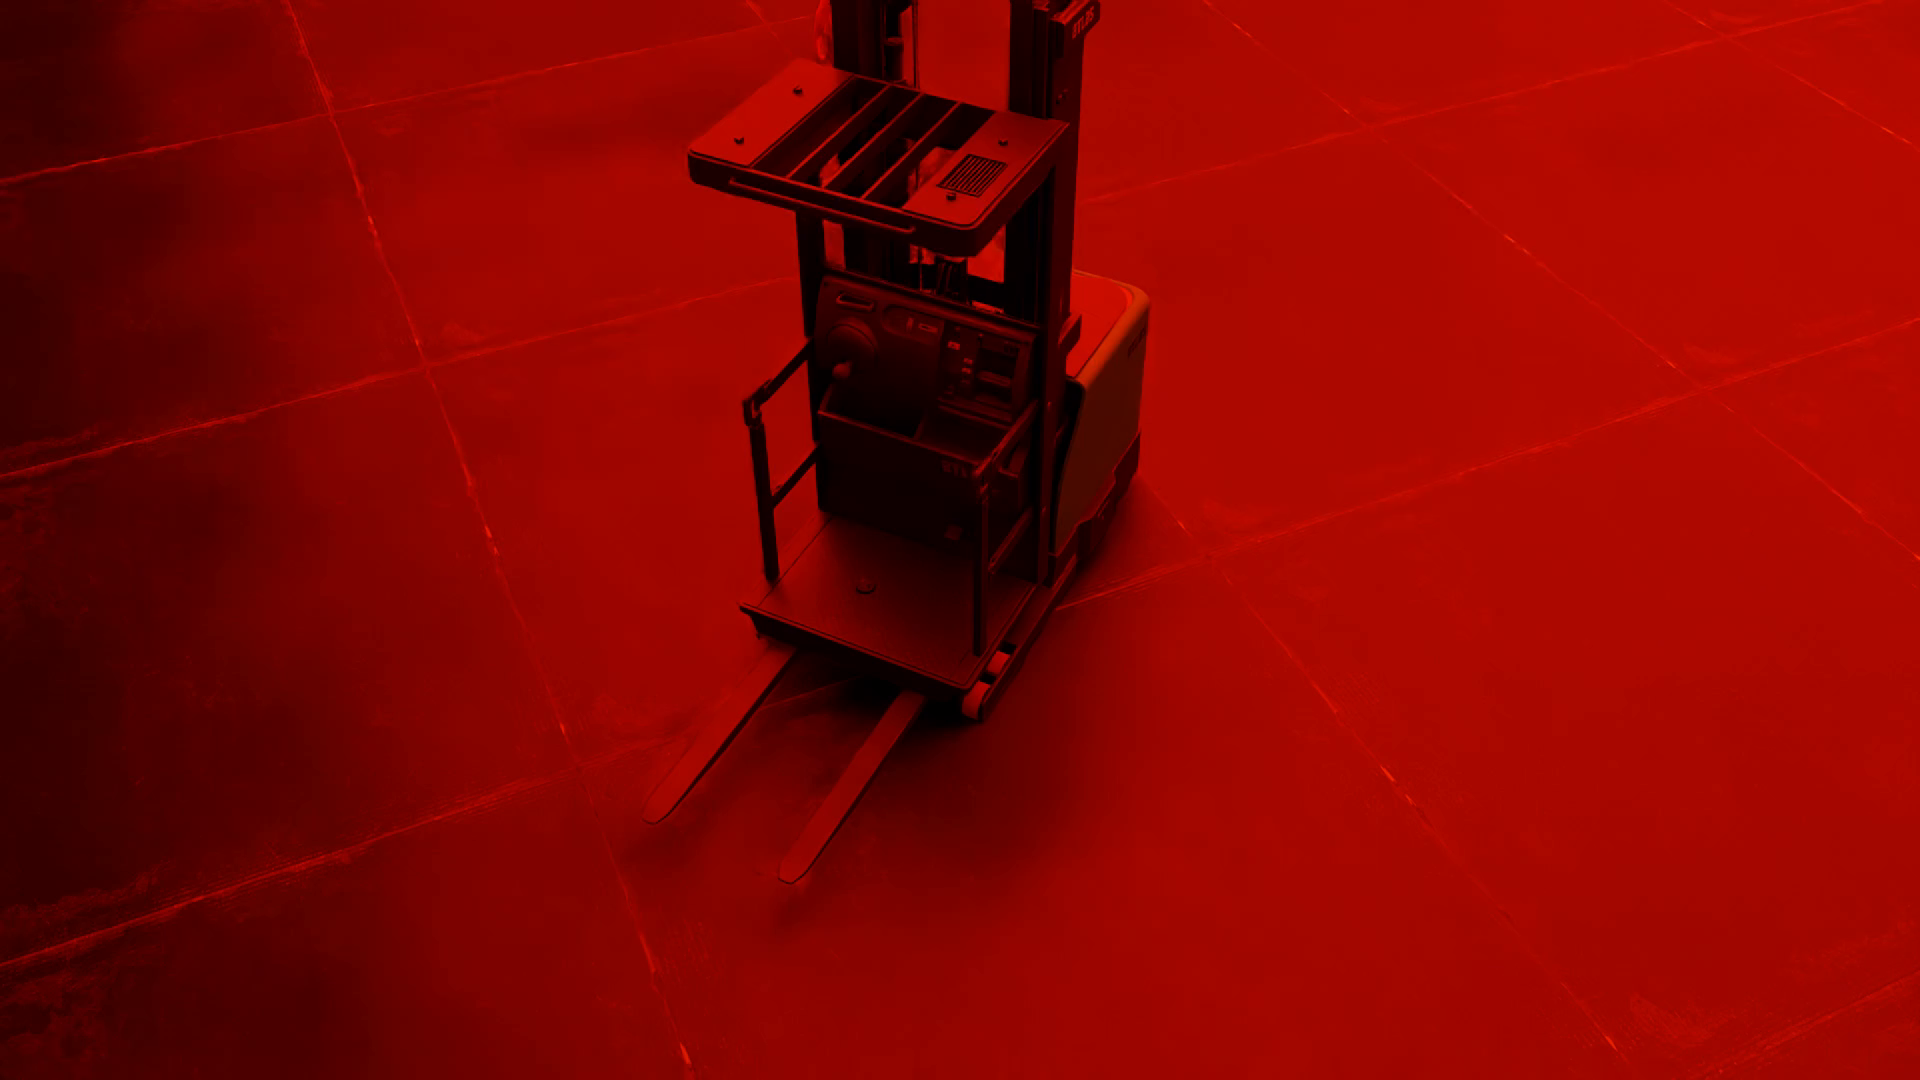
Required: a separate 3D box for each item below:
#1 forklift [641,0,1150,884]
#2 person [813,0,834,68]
[{"bbox_3d":[-0.244,-0.662,6.390,1.130,2.935,3.031,19,46,19],"label":"forklift"},{"bbox_3d":[-0.650,-3.029,9.835,0.554,1.673,0.548,-22,47,-22],"label":"person"}]
